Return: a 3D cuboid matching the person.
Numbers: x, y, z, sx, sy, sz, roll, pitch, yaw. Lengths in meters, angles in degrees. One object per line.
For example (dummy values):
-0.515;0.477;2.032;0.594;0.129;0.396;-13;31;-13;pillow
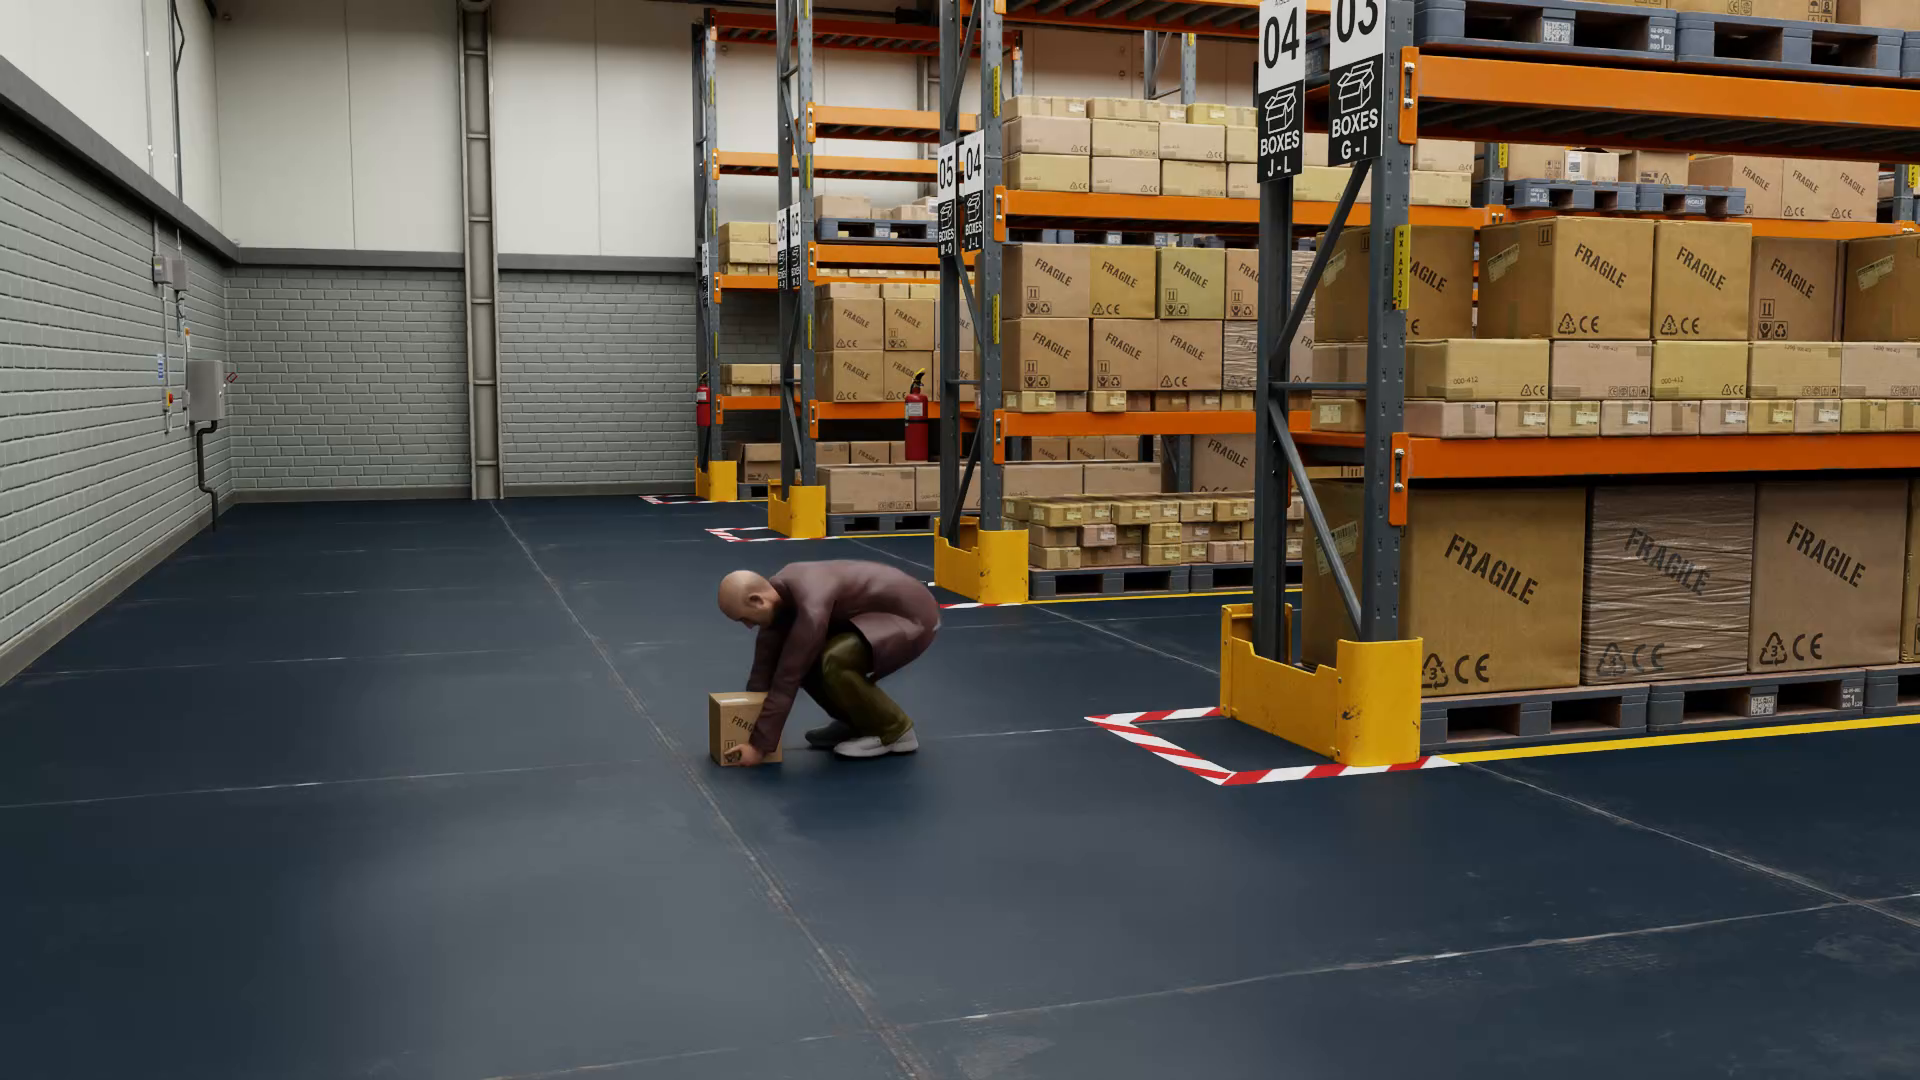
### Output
-0.537;0.494;6.864;0.949;0.814;0.575;-2;6;-20;person
